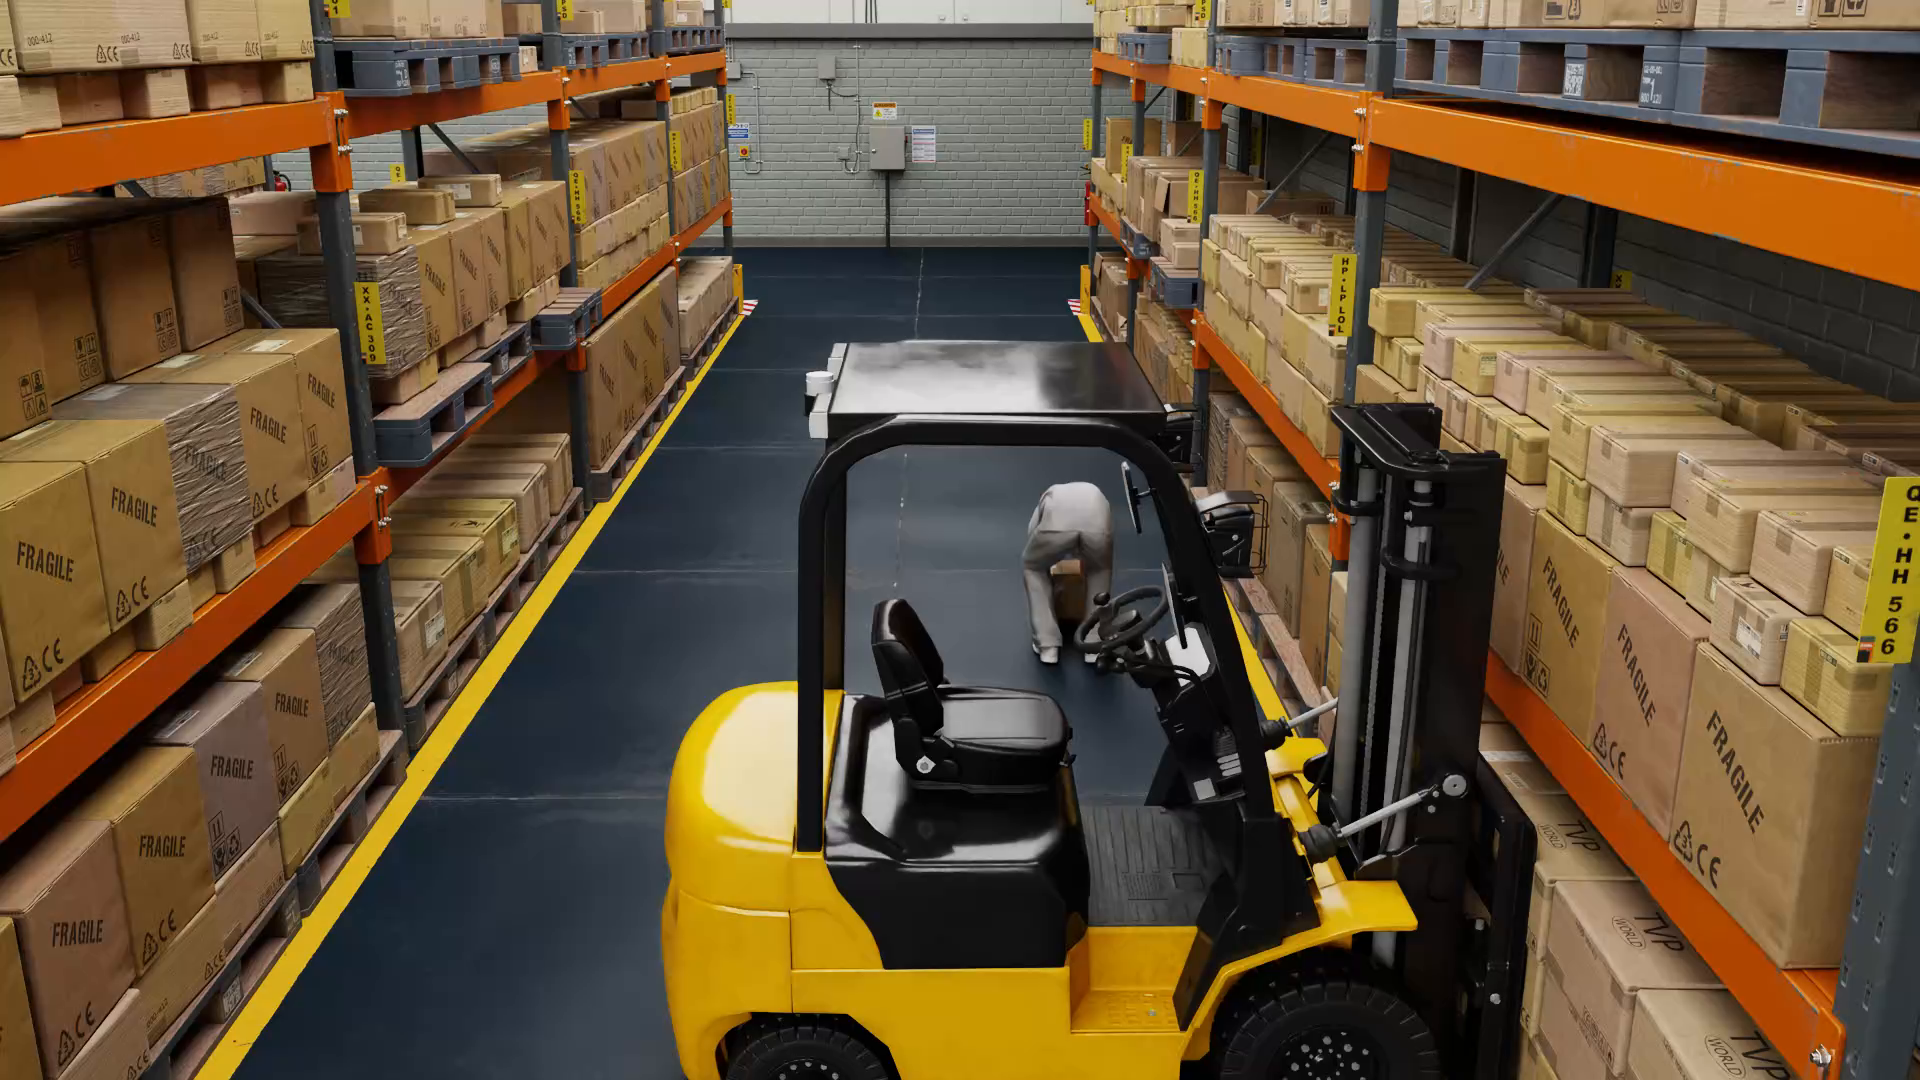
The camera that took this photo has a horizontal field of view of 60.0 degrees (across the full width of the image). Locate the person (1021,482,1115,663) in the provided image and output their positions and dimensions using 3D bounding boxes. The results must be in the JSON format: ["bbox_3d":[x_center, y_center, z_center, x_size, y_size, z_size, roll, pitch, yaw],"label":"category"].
[{"bbox_3d":[0.548,0.106,8.502,0.471,0.907,0.850,-1,17,-3],"label":"person"}]
